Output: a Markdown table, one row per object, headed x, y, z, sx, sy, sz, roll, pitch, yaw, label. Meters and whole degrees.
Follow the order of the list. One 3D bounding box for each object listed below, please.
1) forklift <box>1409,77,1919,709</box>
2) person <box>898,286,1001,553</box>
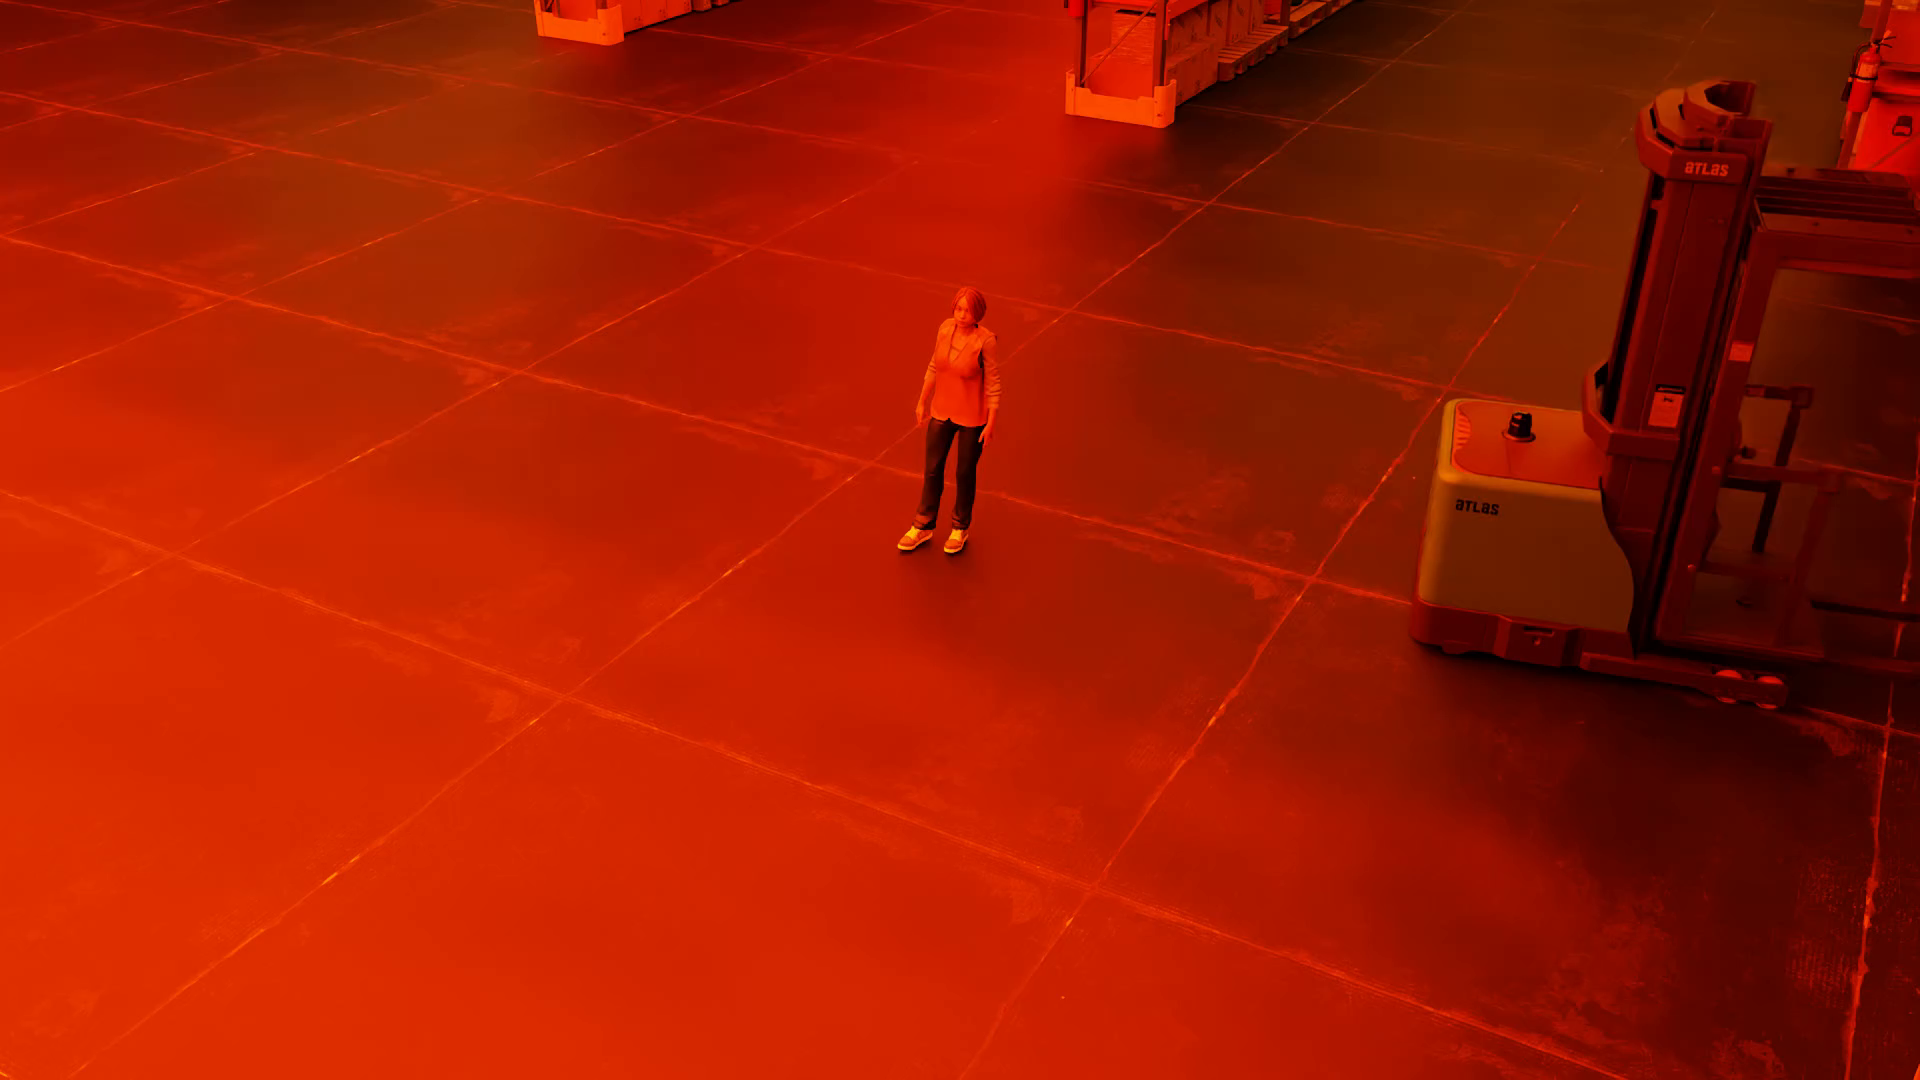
| x | y | z | sx | sy | sz | roll | pitch | yaw | label |
| --- | --- | --- | --- | --- | --- | --- | --- | --- | --- |
| 4.006 | -0.702 | 8.287 | 3.031 | 2.935 | 1.130 | 8 | 31 | 14 | forklift |
| -0.049 | -0.669 | 9.549 | 0.520 | 1.599 | 0.473 | 15 | 33 | 25 | person |
